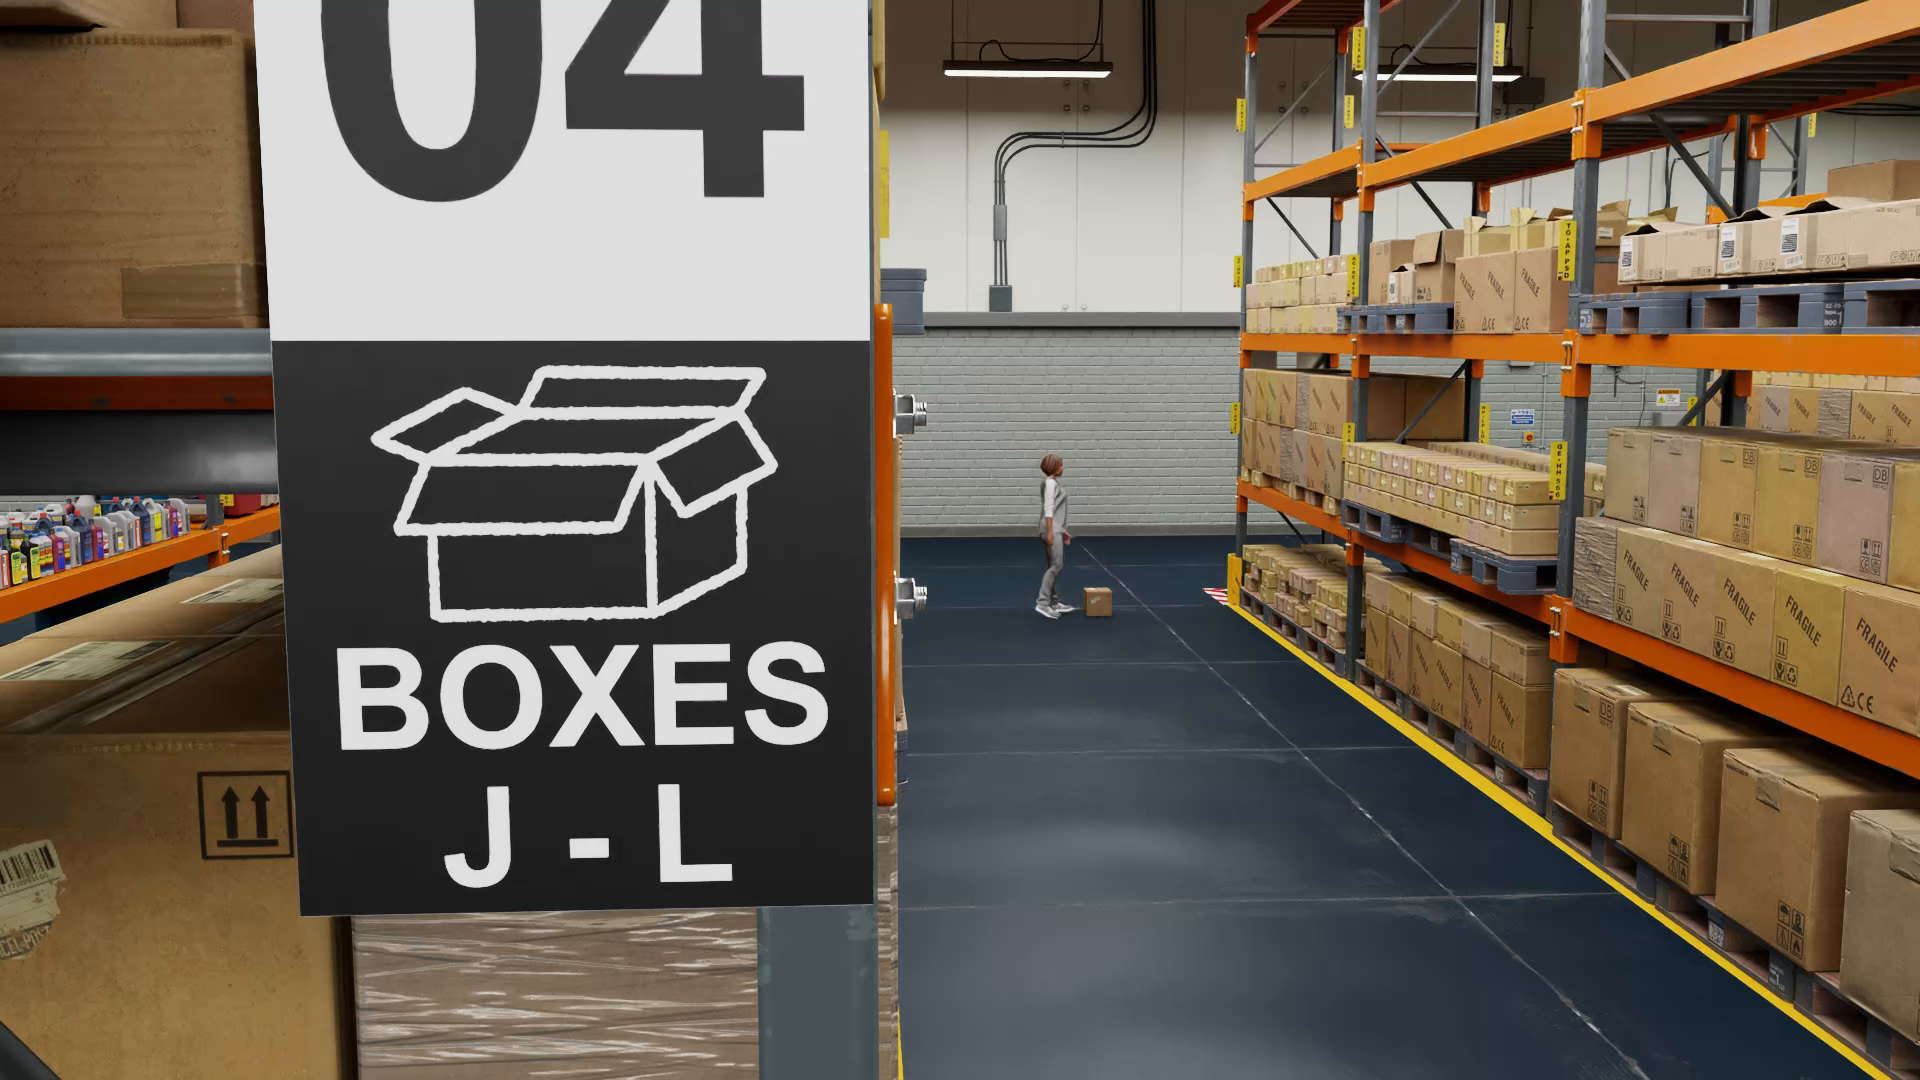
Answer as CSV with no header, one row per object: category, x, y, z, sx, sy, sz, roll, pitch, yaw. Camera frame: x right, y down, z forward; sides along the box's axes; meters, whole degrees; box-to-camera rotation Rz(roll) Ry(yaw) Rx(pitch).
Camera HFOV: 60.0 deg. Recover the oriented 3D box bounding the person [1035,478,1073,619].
person,0.945,0.070,16.614,0.405,1.384,0.523,-1,7,-4
